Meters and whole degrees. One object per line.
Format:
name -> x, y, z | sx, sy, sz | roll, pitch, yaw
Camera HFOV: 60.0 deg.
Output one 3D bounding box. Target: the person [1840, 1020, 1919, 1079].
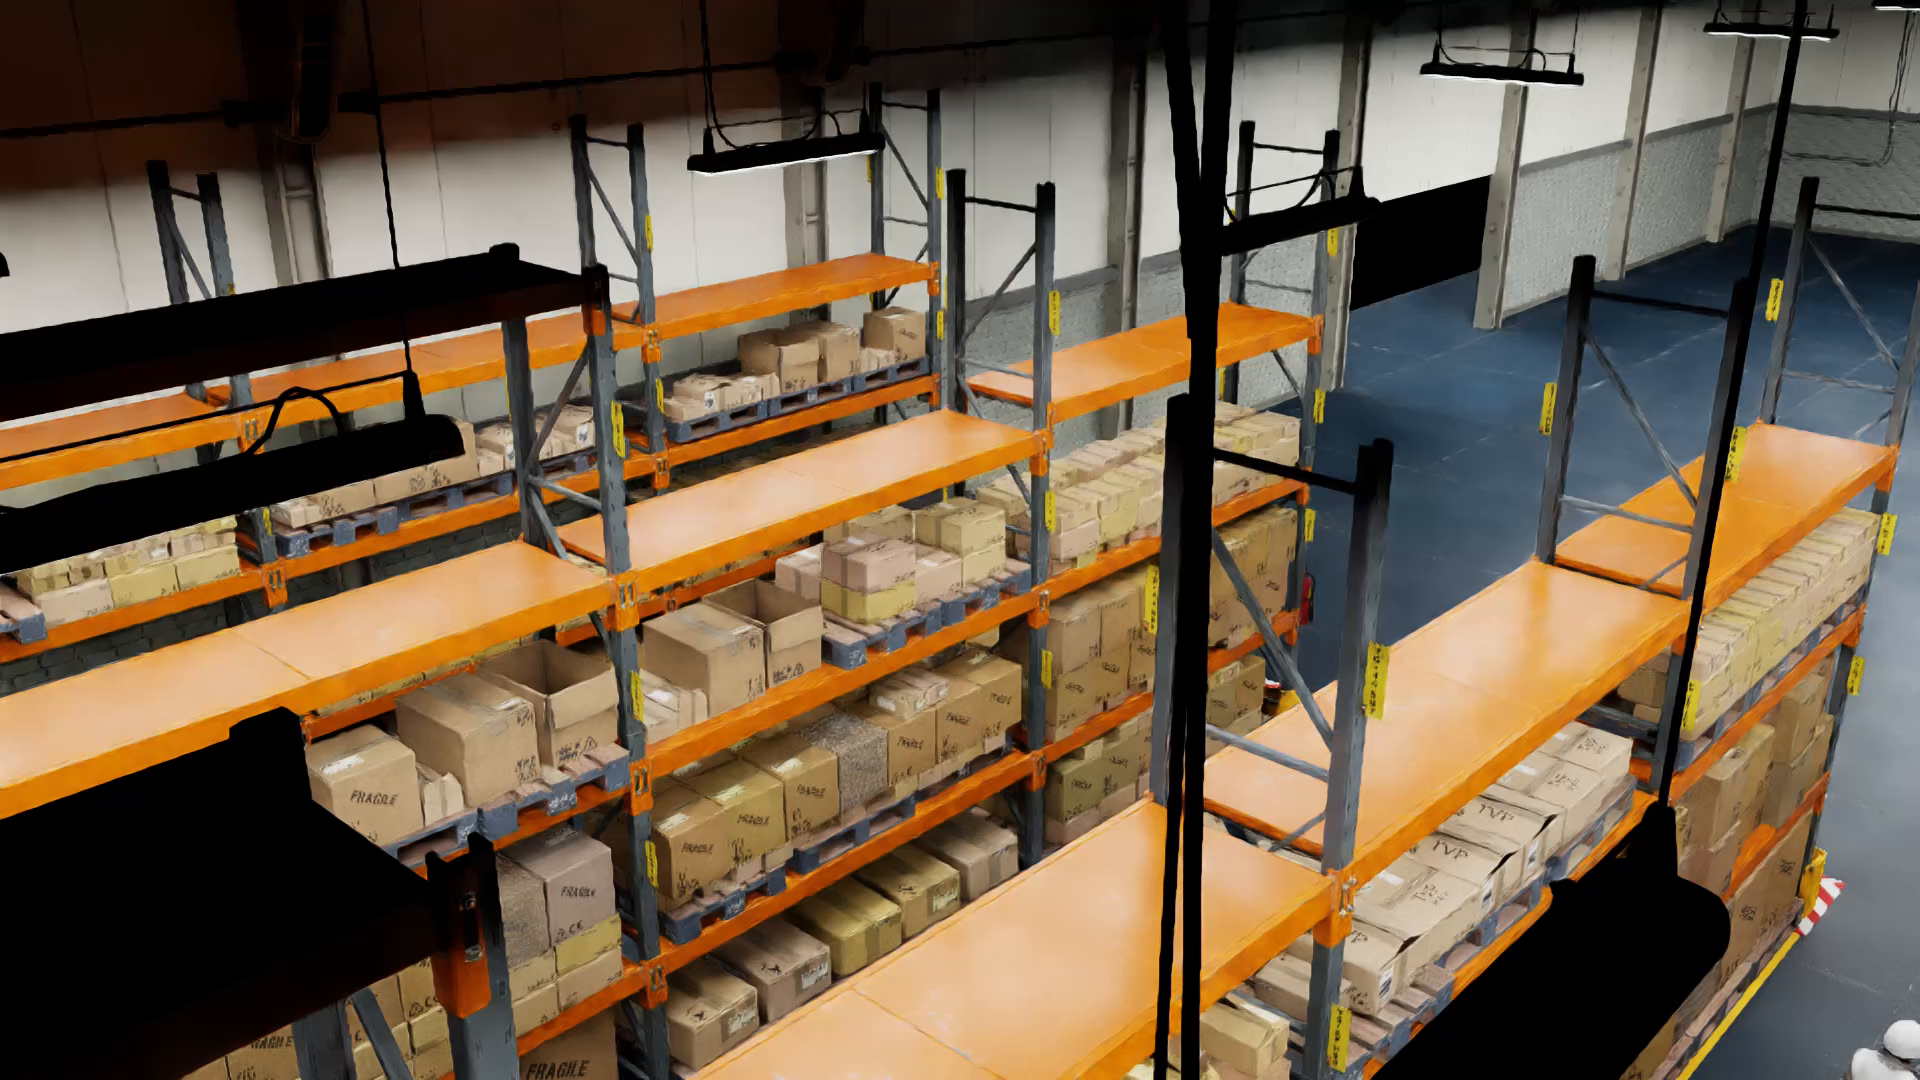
person -> 5.550, 3.678, 10.152 | 0.926, 1.736, 0.554 | -12, 24, -29
